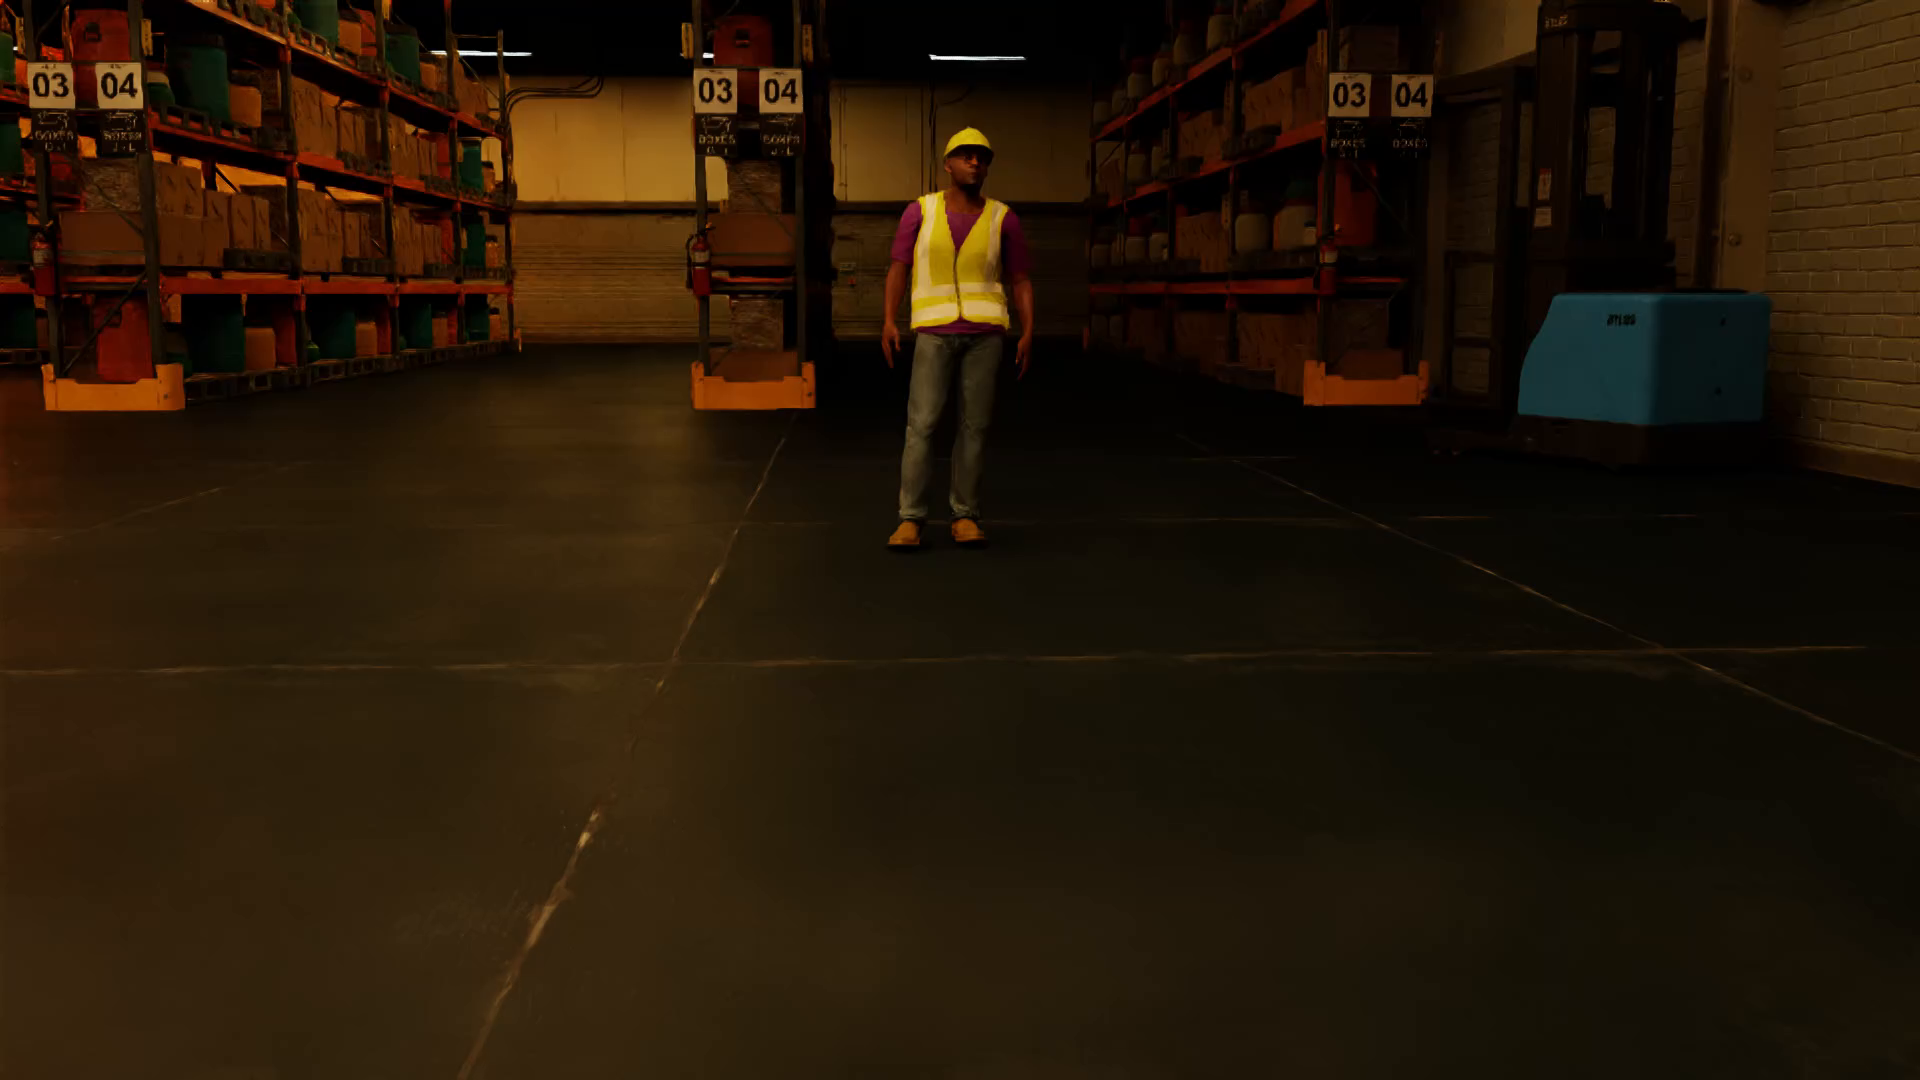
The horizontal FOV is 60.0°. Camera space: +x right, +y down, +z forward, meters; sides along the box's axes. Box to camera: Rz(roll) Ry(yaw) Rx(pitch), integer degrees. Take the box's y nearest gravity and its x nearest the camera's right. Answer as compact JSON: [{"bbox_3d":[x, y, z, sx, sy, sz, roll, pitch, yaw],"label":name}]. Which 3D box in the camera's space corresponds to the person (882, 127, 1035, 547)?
[{"bbox_3d":[-0.001,-0.870,7.110,0.665,1.766,0.576,-1,8,-4],"label":"person"}]

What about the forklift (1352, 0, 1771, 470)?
[{"bbox_3d":[3.862,-2.045,11.104,1.130,2.935,3.031,-4,9,-23],"label":"forklift"}]
